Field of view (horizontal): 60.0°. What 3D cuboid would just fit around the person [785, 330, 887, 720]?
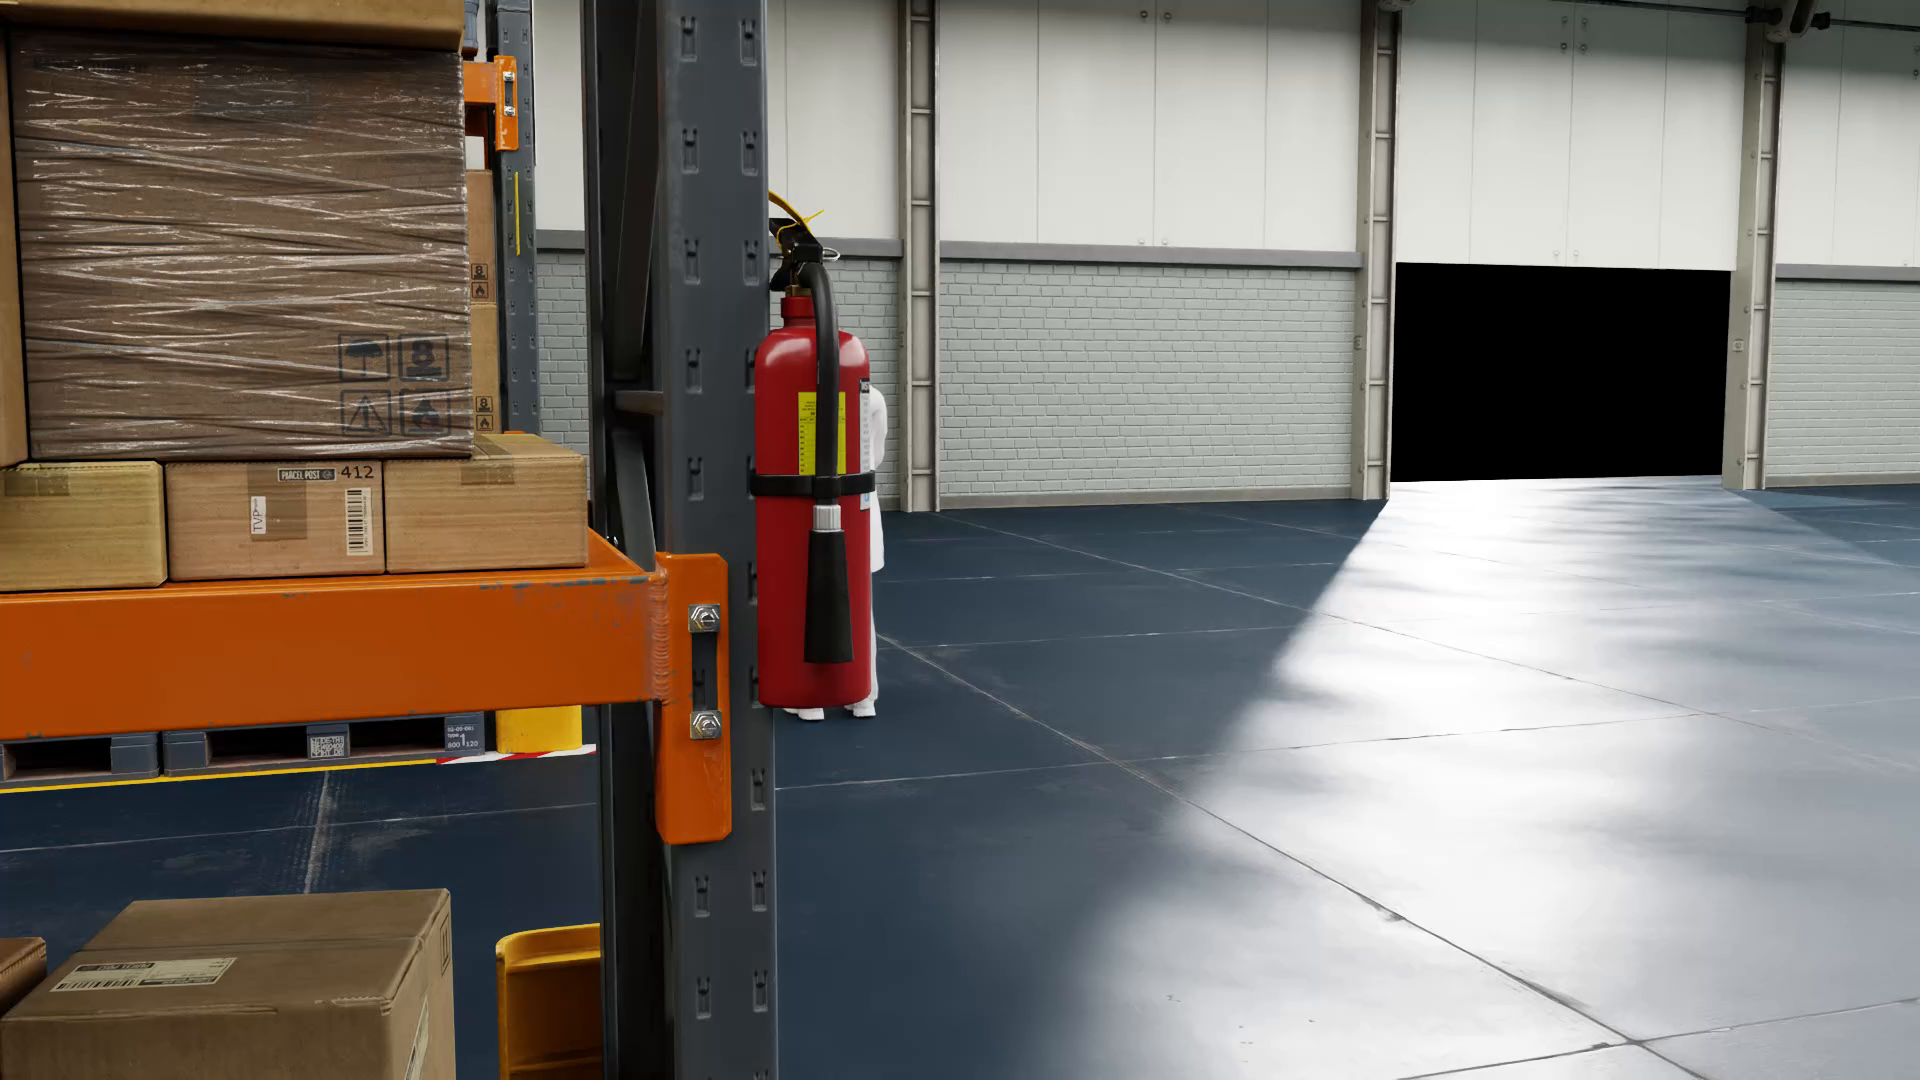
[{"bbox_3d":[-0.623,-0.085,7.654,0.529,1.769,0.562,-2,6,-19],"label":"person"}]
